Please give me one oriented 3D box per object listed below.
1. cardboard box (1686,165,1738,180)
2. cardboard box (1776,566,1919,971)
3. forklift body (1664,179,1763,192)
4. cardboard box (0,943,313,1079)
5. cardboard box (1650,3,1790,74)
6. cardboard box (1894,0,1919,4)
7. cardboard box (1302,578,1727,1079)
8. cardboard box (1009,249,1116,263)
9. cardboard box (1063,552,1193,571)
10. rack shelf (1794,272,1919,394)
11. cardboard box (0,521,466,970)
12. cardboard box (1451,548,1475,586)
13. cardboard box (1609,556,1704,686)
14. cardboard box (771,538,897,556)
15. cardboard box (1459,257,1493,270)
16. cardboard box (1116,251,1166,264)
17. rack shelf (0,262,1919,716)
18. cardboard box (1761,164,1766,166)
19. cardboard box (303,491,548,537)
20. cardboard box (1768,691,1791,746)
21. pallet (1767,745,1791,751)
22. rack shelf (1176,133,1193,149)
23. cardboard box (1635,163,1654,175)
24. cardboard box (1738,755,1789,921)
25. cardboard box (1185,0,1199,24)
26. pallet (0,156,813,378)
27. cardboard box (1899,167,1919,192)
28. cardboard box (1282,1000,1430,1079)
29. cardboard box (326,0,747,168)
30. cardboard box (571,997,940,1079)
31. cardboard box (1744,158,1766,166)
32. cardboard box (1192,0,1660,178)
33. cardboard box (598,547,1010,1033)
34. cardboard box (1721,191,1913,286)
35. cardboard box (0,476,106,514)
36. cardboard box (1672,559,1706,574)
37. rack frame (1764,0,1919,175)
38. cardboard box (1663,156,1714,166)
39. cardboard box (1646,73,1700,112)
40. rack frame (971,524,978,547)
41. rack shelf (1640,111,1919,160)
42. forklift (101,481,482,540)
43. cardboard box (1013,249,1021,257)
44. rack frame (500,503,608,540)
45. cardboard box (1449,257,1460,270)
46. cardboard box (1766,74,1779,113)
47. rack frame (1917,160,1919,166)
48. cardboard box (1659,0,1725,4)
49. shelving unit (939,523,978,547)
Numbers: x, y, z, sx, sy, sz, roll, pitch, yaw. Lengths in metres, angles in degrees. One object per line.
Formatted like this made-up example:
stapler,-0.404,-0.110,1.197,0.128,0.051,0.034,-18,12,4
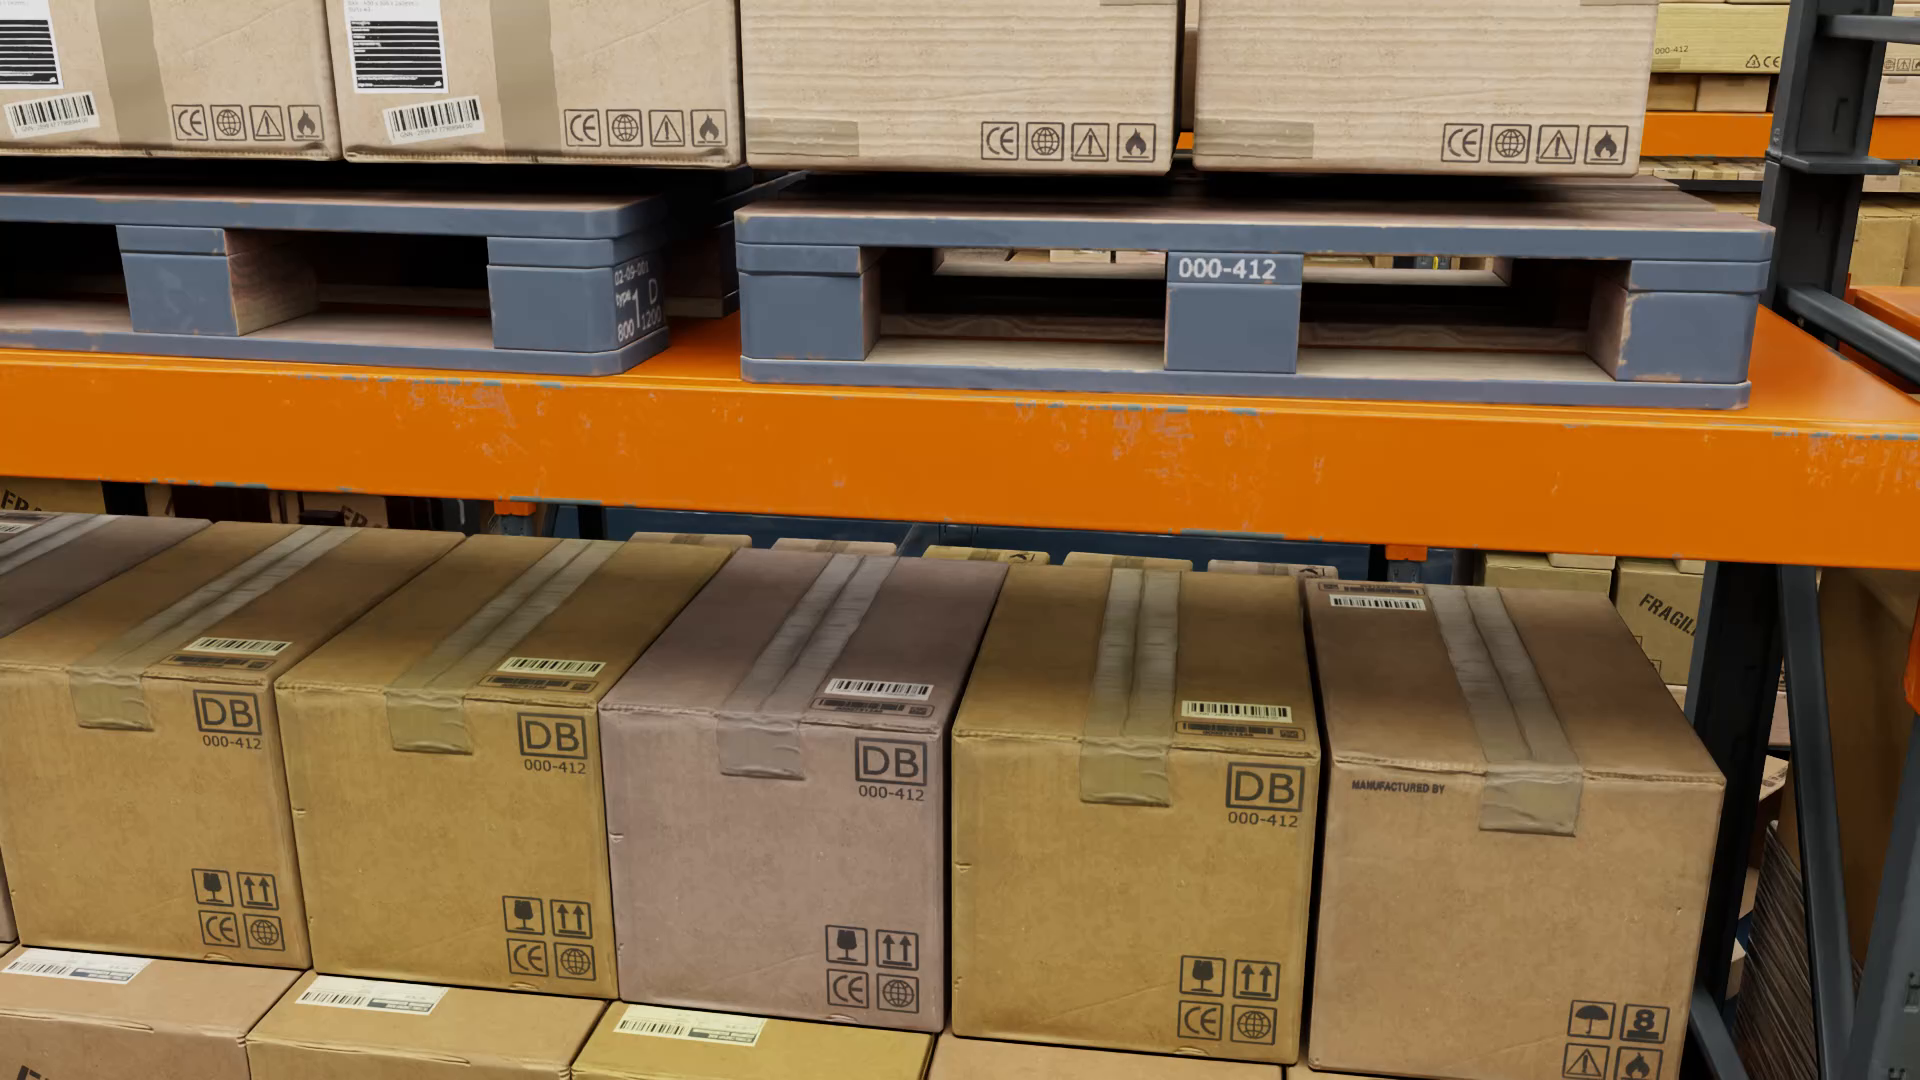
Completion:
cardboard box,5.039,-2.424,11.173,0.250,0.149,0.380,3,19,10
cardboard box,1.643,0.412,2.405,0.550,0.550,0.875,3,19,9
forklift body,4.541,-1.065,10.096,1.214,2.155,2.313,3,19,9
cardboard box,-1.265,0.875,2.803,0.500,0.500,0.500,3,19,9
cardboard box,2.871,-1.951,6.447,0.500,0.250,0.500,3,19,8
cardboard box,3.523,-2.105,6.278,0.250,0.149,0.380,3,19,8
cardboard box,0.793,0.422,2.583,0.500,0.500,0.700,3,19,8
cardboard box,0.478,-0.981,7.219,0.500,0.500,0.500,4,19,11
cardboard box,0.741,0.397,7.870,0.625,0.372,0.950,4,19,12
rack shelf,3.259,-0.014,2.025,4.000,0.370,1.077,3,19,9
cardboard box,-1.217,0.319,2.888,0.500,0.500,0.700,3,19,8
cardboard box,2.596,0.105,7.751,0.500,0.500,0.500,3,19,8
cardboard box,3.039,0.297,7.178,0.500,0.500,0.500,4,19,11
cardboard box,-0.694,0.322,8.092,0.625,0.372,0.950,3,19,8
cardboard box,2.369,-1.162,6.847,0.500,0.500,0.700,3,19,8
cardboard box,0.795,-1.268,7.055,0.250,0.149,0.380,2,19,7
rack shelf,-0.691,-0.216,2.627,4.000,0.370,1.077,3,19,9
cardboard box,5.570,-2.435,11.204,0.250,0.149,0.380,3,19,9
cardboard box,-2.649,-0.043,8.392,0.875,0.875,0.875,3,19,8
cardboard box,3.562,0.679,7.219,0.500,0.250,0.500,3,19,8
pallet,3.846,0.816,7.531,1.213,0.211,1.003,3,19,9
rack shelf,-0.005,-1.772,7.277,4.000,0.370,1.077,3,19,9
cardboard box,4.554,-2.485,11.354,0.250,0.149,0.380,3,19,9
cardboard box,2.811,1.075,6.299,0.500,0.500,0.500,-15,24,-38
cardboard box,0.871,-2.151,6.852,0.500,0.250,0.500,3,19,9
pallet,-0.917,-0.497,2.631,1.213,0.211,1.003,4,19,11
cardboard box,6.315,-2.392,11.075,0.250,0.149,0.380,3,19,9
cardboard box,0.726,0.976,2.500,0.500,0.500,0.500,3,19,8
cardboard box,-0.482,-0.680,2.201,0.500,0.311,0.500,2,19,7
cardboard box,-0.272,0.925,2.652,0.500,0.500,0.500,3,19,9
cardboard box,5.647,-2.573,11.618,0.250,0.149,0.380,3,19,9
cardboard box,0.561,-0.617,2.110,0.500,0.250,0.500,3,19,9
cardboard box,-0.214,0.371,2.734,0.500,0.500,0.700,3,19,9
cardboard box,3.362,-1.096,6.649,0.500,0.500,0.700,3,19,7
cardboard box,-4.411,-0.135,8.665,0.875,0.875,0.875,3,19,10
cardboard box,3.131,0.017,6.994,0.250,0.149,0.380,4,19,11
rack frame,1.284,-1.879,1.736,0.127,3.000,1.000,3,19,9
cardboard box,5.139,-2.623,11.766,0.250,0.149,0.380,2,19,7
cardboard box,2.750,-1.792,6.600,0.250,0.149,0.380,3,19,9
rack frame,0.092,-0.422,10.146,0.006,0.900,0.240,3,19,9
rack shelf,3.944,-1.570,6.675,4.000,0.370,1.077,3,19,9
forklift,-2.069,0.283,4.838,1.130,2.935,3.031,3,19,8
cardboard box,0.062,-1.167,7.776,0.500,0.500,0.500,2,19,6
rack frame,-1.980,-0.791,7.940,0.127,3.000,1.000,3,19,9
cardboard box,3.667,-2.067,11.596,0.500,0.500,0.500,3,19,10
cardboard box,3.253,-1.750,6.474,0.250,0.149,0.380,2,19,7
rack frame,6.702,-1.944,11.384,0.127,3.000,1.000,3,19,9
cardboard box,2.749,-2.133,6.362,0.250,0.149,0.380,2,19,7
shelving unit,-0.008,-0.427,10.162,0.210,0.900,0.258,3,19,9
